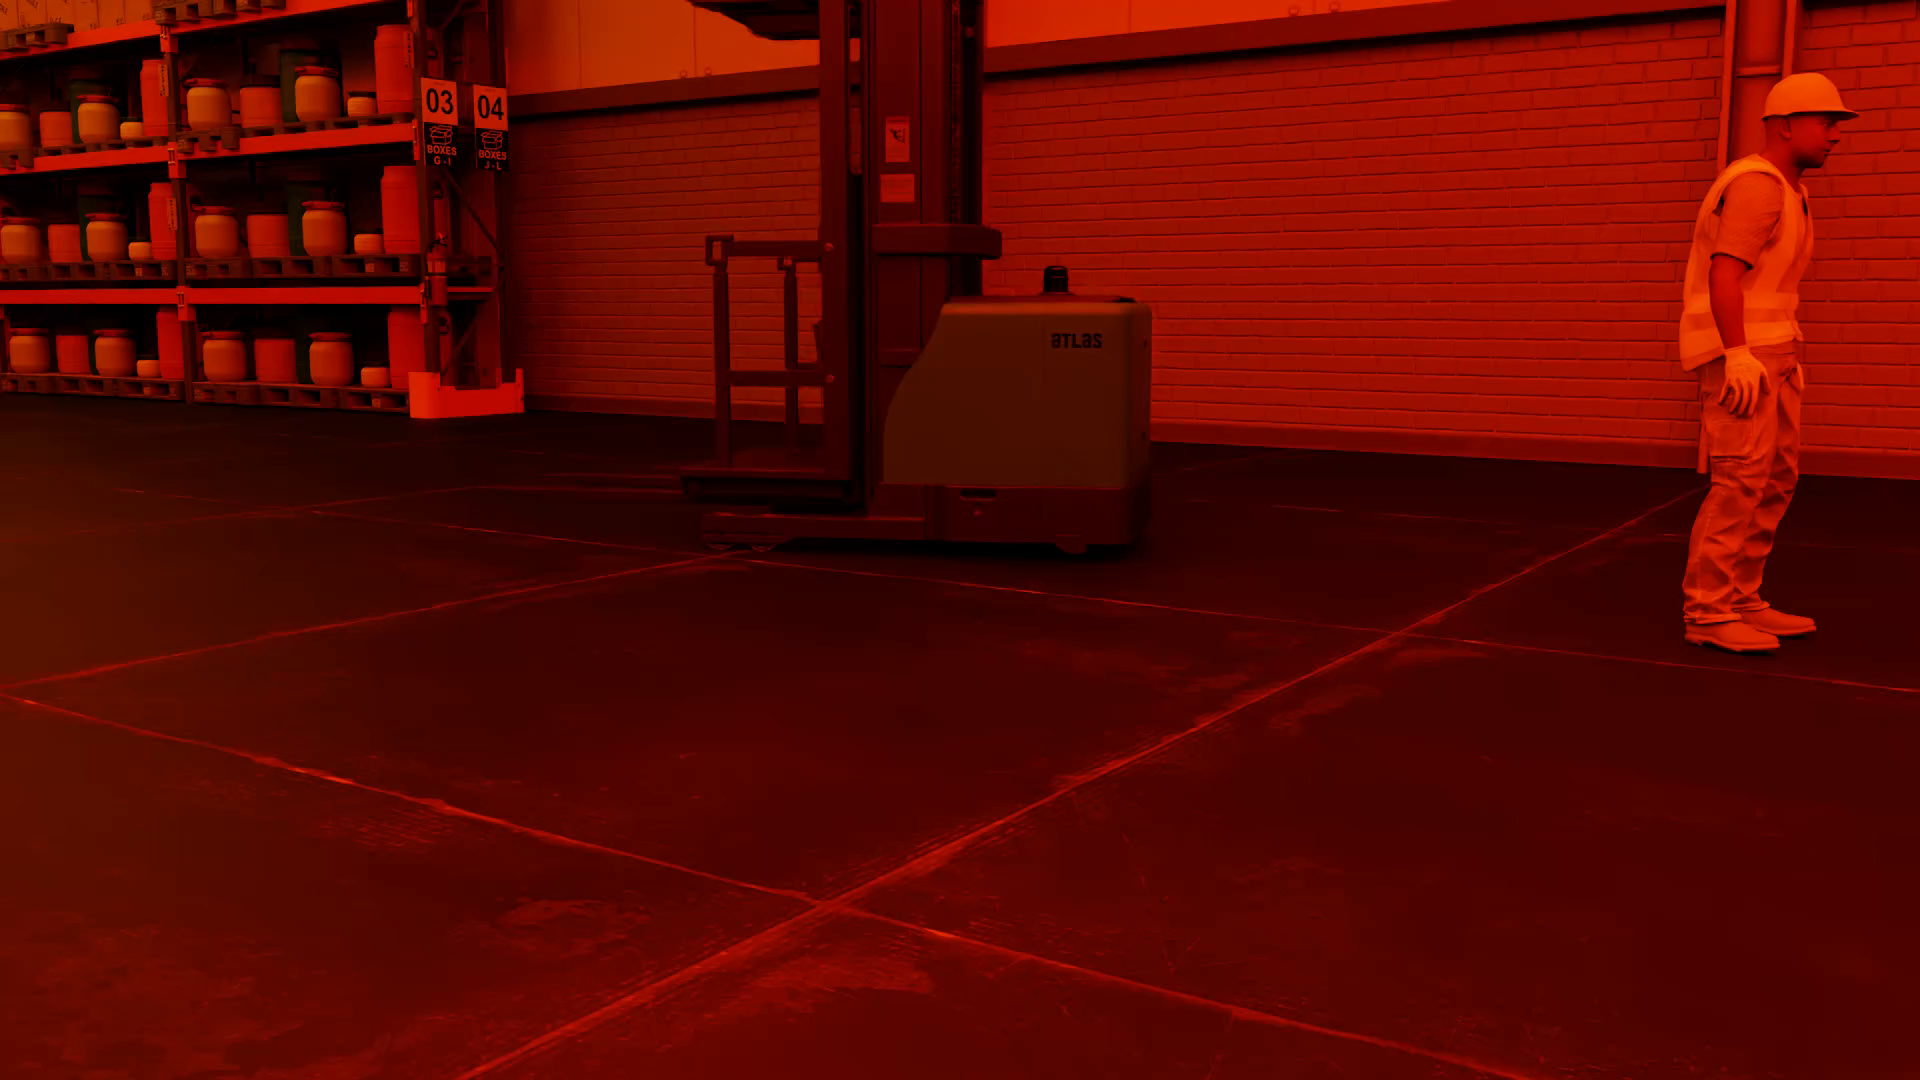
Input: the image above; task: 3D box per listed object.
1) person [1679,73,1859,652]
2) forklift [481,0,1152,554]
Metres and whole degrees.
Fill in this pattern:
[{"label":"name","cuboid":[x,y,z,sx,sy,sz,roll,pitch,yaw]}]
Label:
[{"label":"person","cuboid":[2.528,-0.560,5.257,0.449,1.773,0.620,7,11,40]},{"label":"forklift","cuboid":[-0.669,-1.471,7.535,3.031,2.935,1.130,2,8,12]}]
